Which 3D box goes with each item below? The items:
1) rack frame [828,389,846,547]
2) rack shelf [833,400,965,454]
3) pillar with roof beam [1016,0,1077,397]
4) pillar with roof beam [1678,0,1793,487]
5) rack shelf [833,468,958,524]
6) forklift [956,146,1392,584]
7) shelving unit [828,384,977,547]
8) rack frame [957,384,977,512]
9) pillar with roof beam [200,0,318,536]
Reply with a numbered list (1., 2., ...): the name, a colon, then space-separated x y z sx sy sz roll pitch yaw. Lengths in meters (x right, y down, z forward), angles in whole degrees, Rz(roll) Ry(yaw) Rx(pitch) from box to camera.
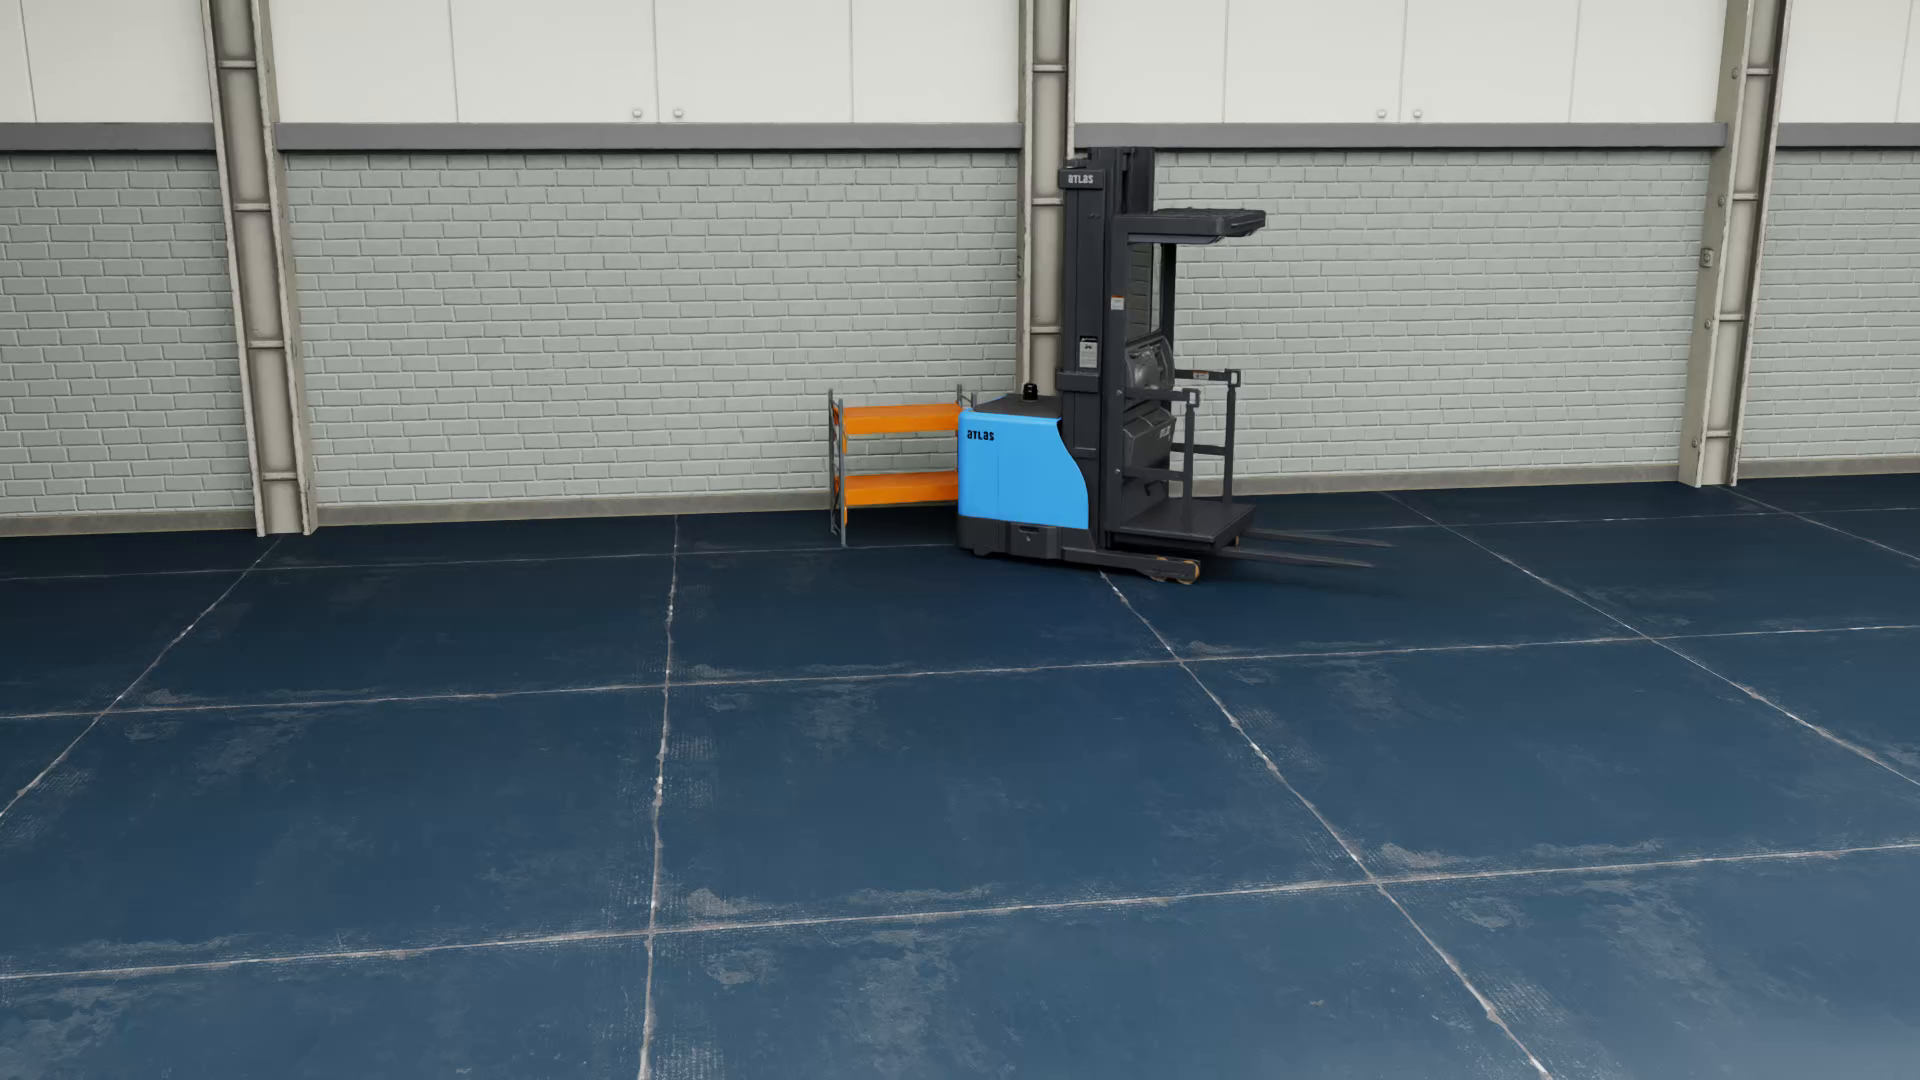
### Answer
1. rack frame: -0.935 -0.552 12.611 0.032 1.125 0.500 -3 14 -14
2. rack shelf: -0.441 -0.866 12.659 1.000 0.278 0.538 -3 14 -14
3. pillar with roof beam: 1.321 -3.618 8.650 0.400 9.000 9.100 -2 14 -8
4. pillar with roof beam: 7.254 -3.836 9.517 0.400 9.000 9.100 -2 14 -8
5. rack shelf: -0.441 -0.345 12.790 1.000 0.278 0.538 -3 14 -14
6. forklift: 1.528 -1.261 11.725 3.031 2.935 1.130 7 16 24
7. shelving unit: -0.441 -0.582 12.730 1.048 1.125 0.538 -3 14 -14
8. rack frame: 0.052 -0.612 12.850 0.032 1.125 0.500 -3 14 -14
9. pillar with roof beam: -4.612 -3.401 7.783 0.400 9.000 9.100 -2 14 -8
